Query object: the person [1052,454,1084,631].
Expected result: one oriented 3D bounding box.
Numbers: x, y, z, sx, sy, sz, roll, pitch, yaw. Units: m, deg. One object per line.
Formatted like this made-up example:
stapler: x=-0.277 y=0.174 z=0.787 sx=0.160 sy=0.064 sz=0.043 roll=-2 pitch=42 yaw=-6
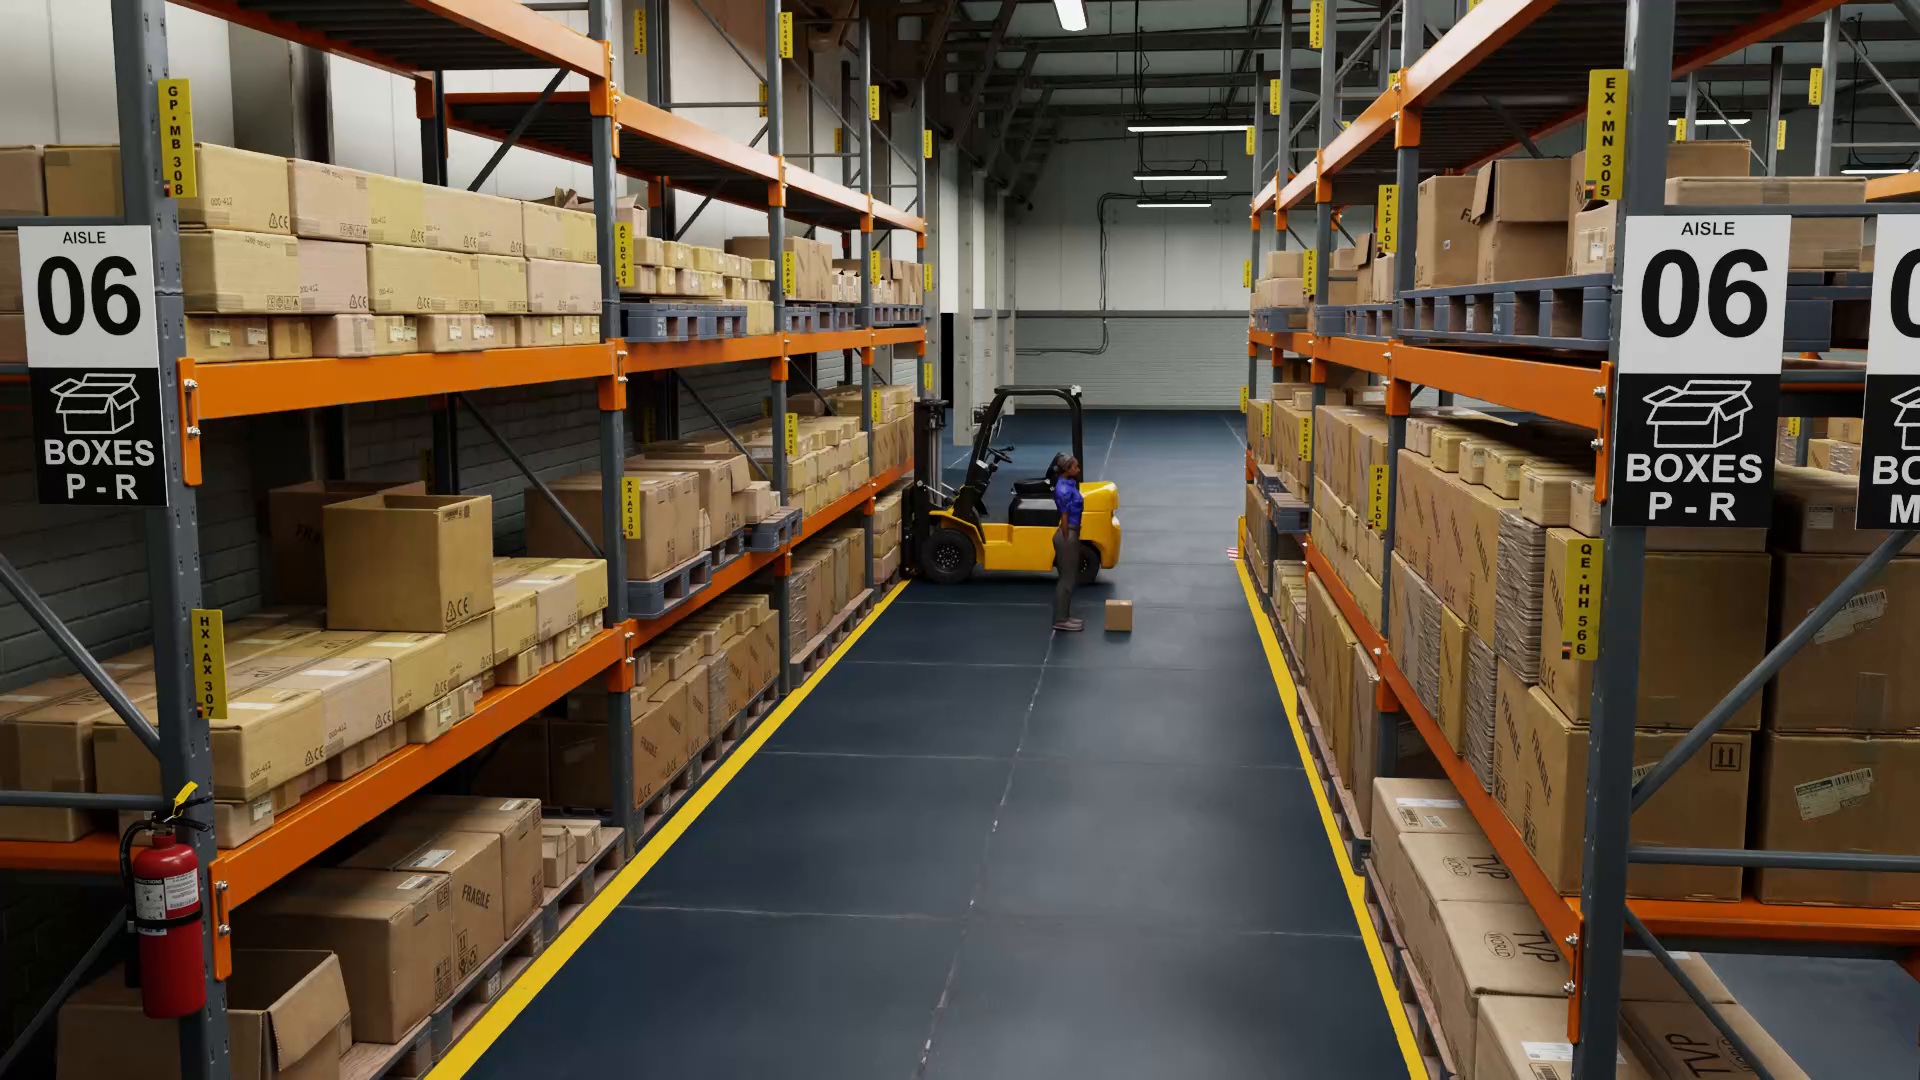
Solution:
person: x=1.026 y=0.013 z=15.741 sx=0.308 sy=1.658 sz=0.437 roll=1 pitch=8 yaw=8
